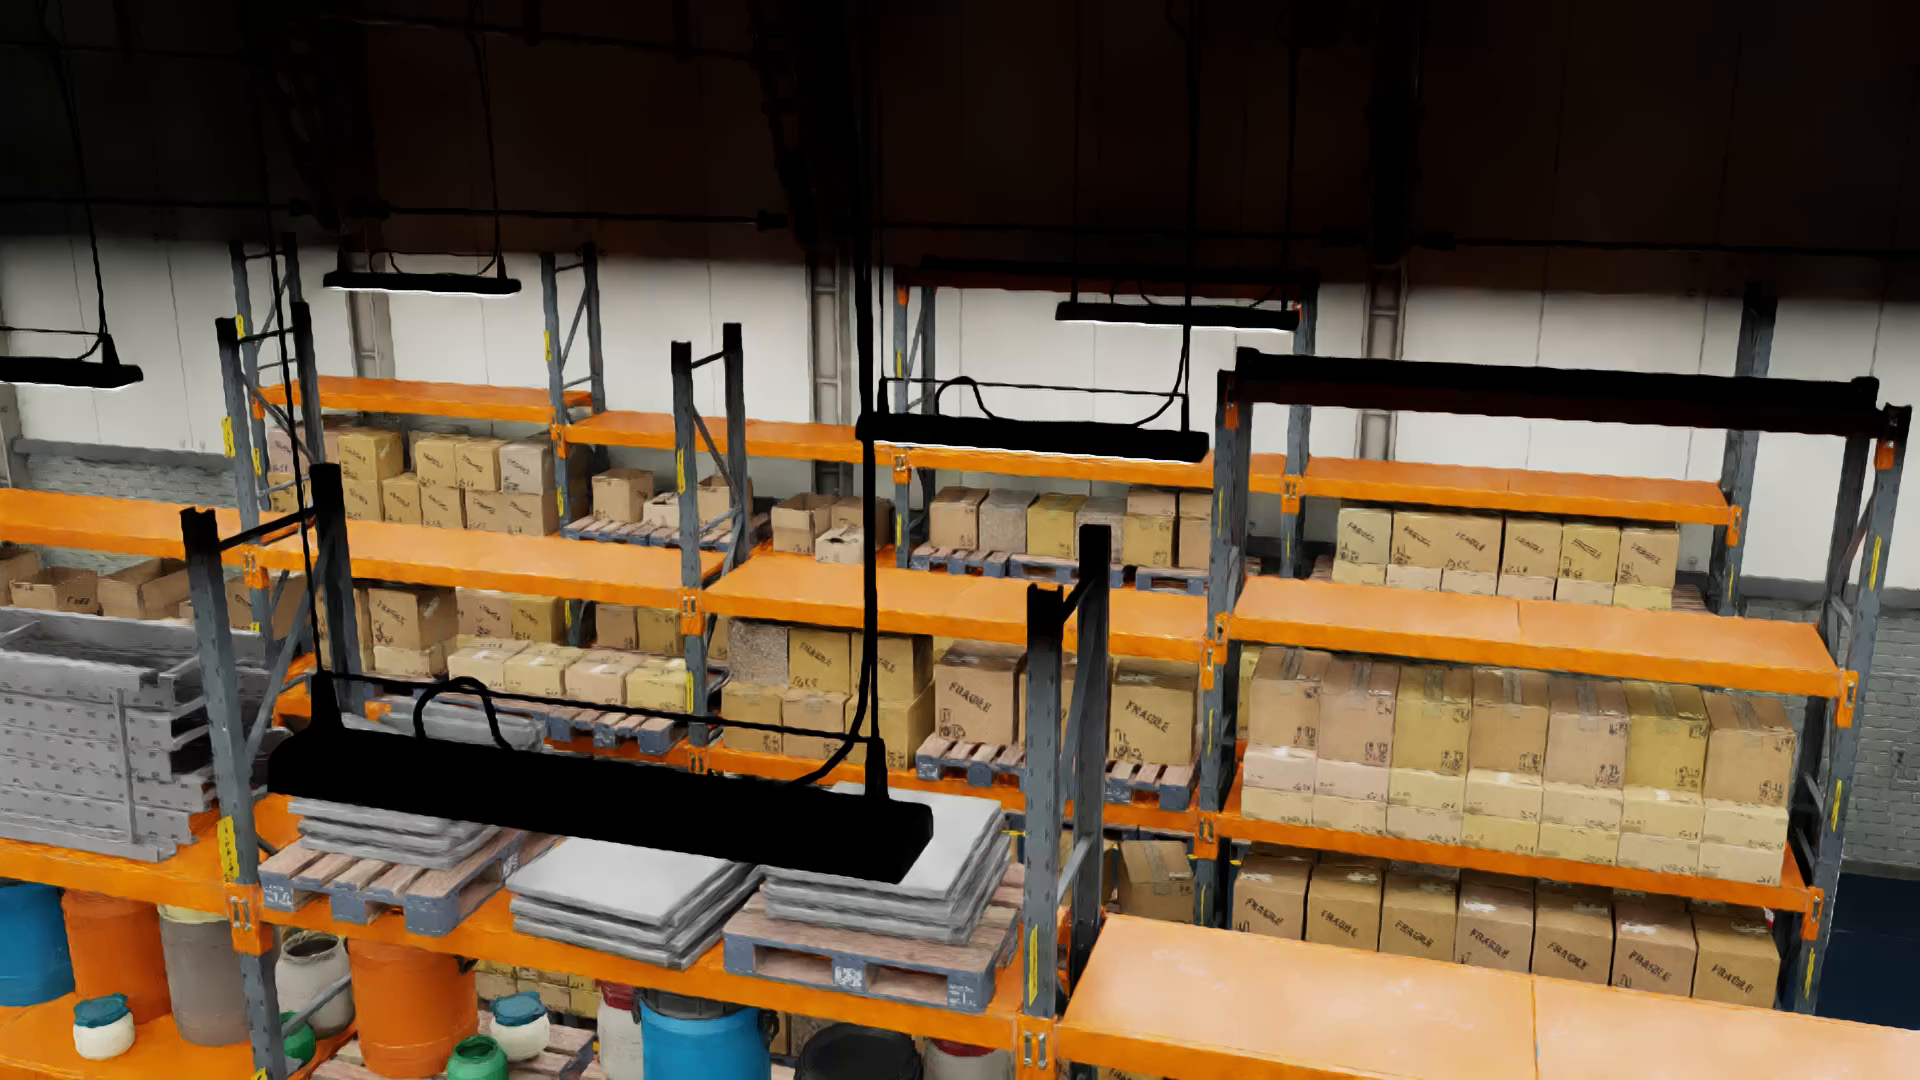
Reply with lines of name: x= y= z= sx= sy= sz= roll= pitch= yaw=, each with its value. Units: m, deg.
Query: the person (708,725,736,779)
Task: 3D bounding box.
person: x=-2.587 y=2.391 z=17.309 sx=1.029 sy=1.724 sz=0.553 roll=2 pitch=16 yaw=8
